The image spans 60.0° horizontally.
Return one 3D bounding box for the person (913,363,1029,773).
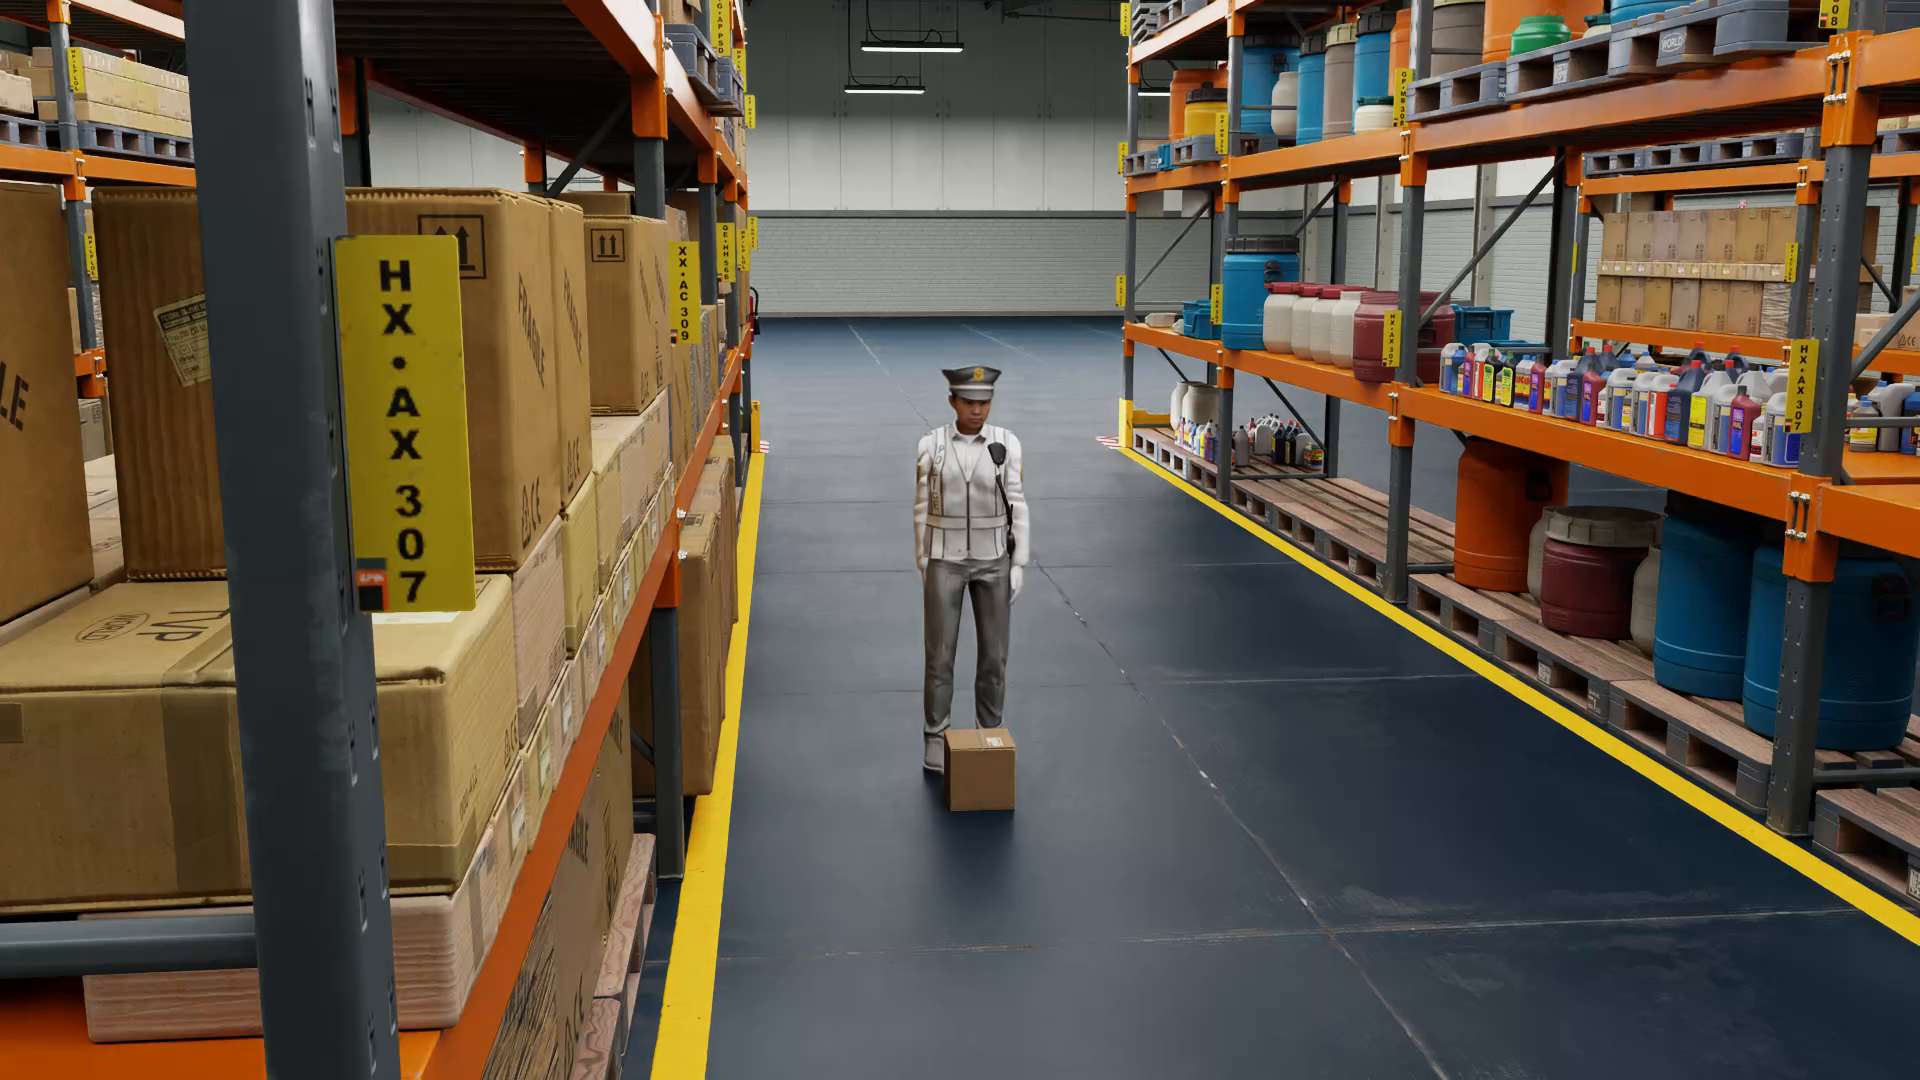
[{"bbox_3d":[0.048,0.117,6.768,0.469,1.665,0.328,-1,10,-4],"label":"person"}]
